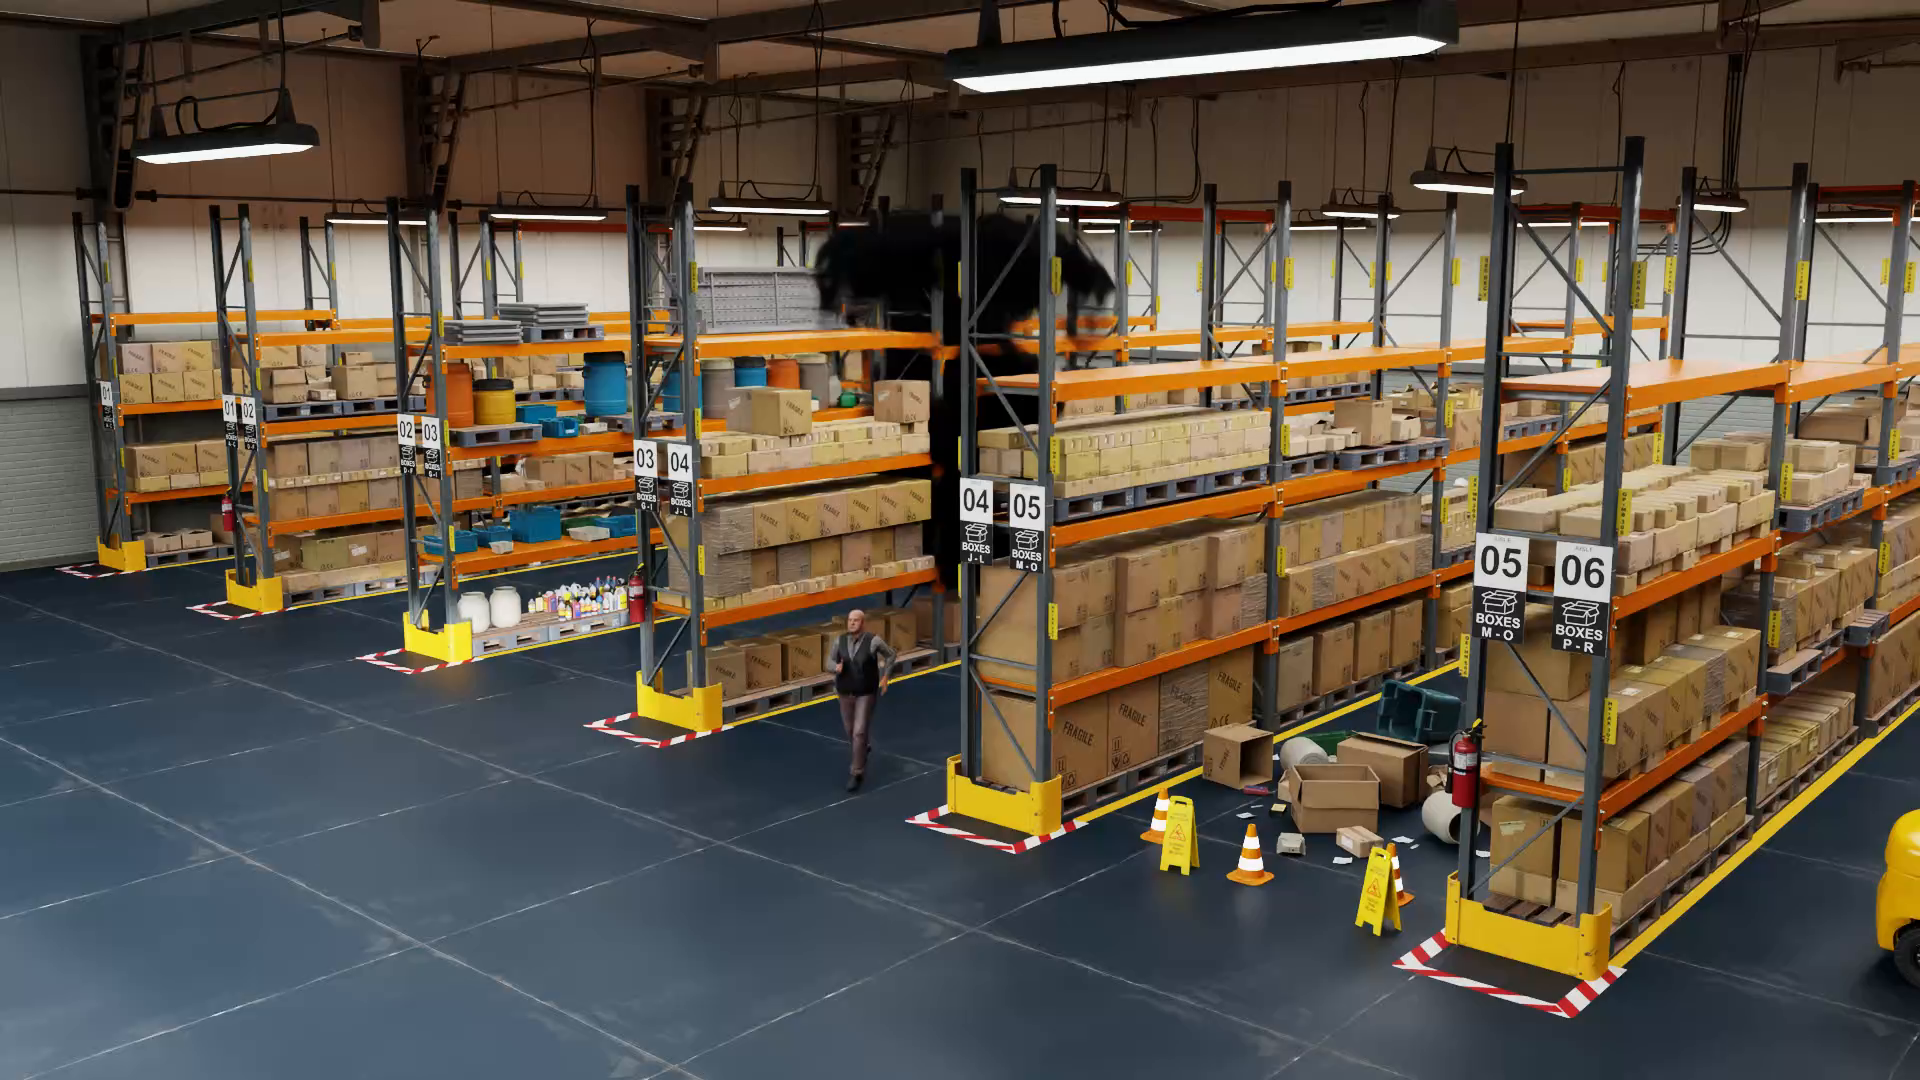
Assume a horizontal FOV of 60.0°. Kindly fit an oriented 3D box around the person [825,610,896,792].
[{"bbox_3d":[-1.017,1.551,16.656,0.660,1.732,0.923,3,10,18],"label":"person"}]

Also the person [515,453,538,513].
[{"bbox_3d":[-8.283,-0.985,31.911,0.610,1.694,0.840,8,12,40],"label":"person"}]

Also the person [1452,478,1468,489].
[{"bbox_3d":[8.008,-0.081,26.500,0.862,1.853,0.643,-9,13,-44],"label":"person"}]
